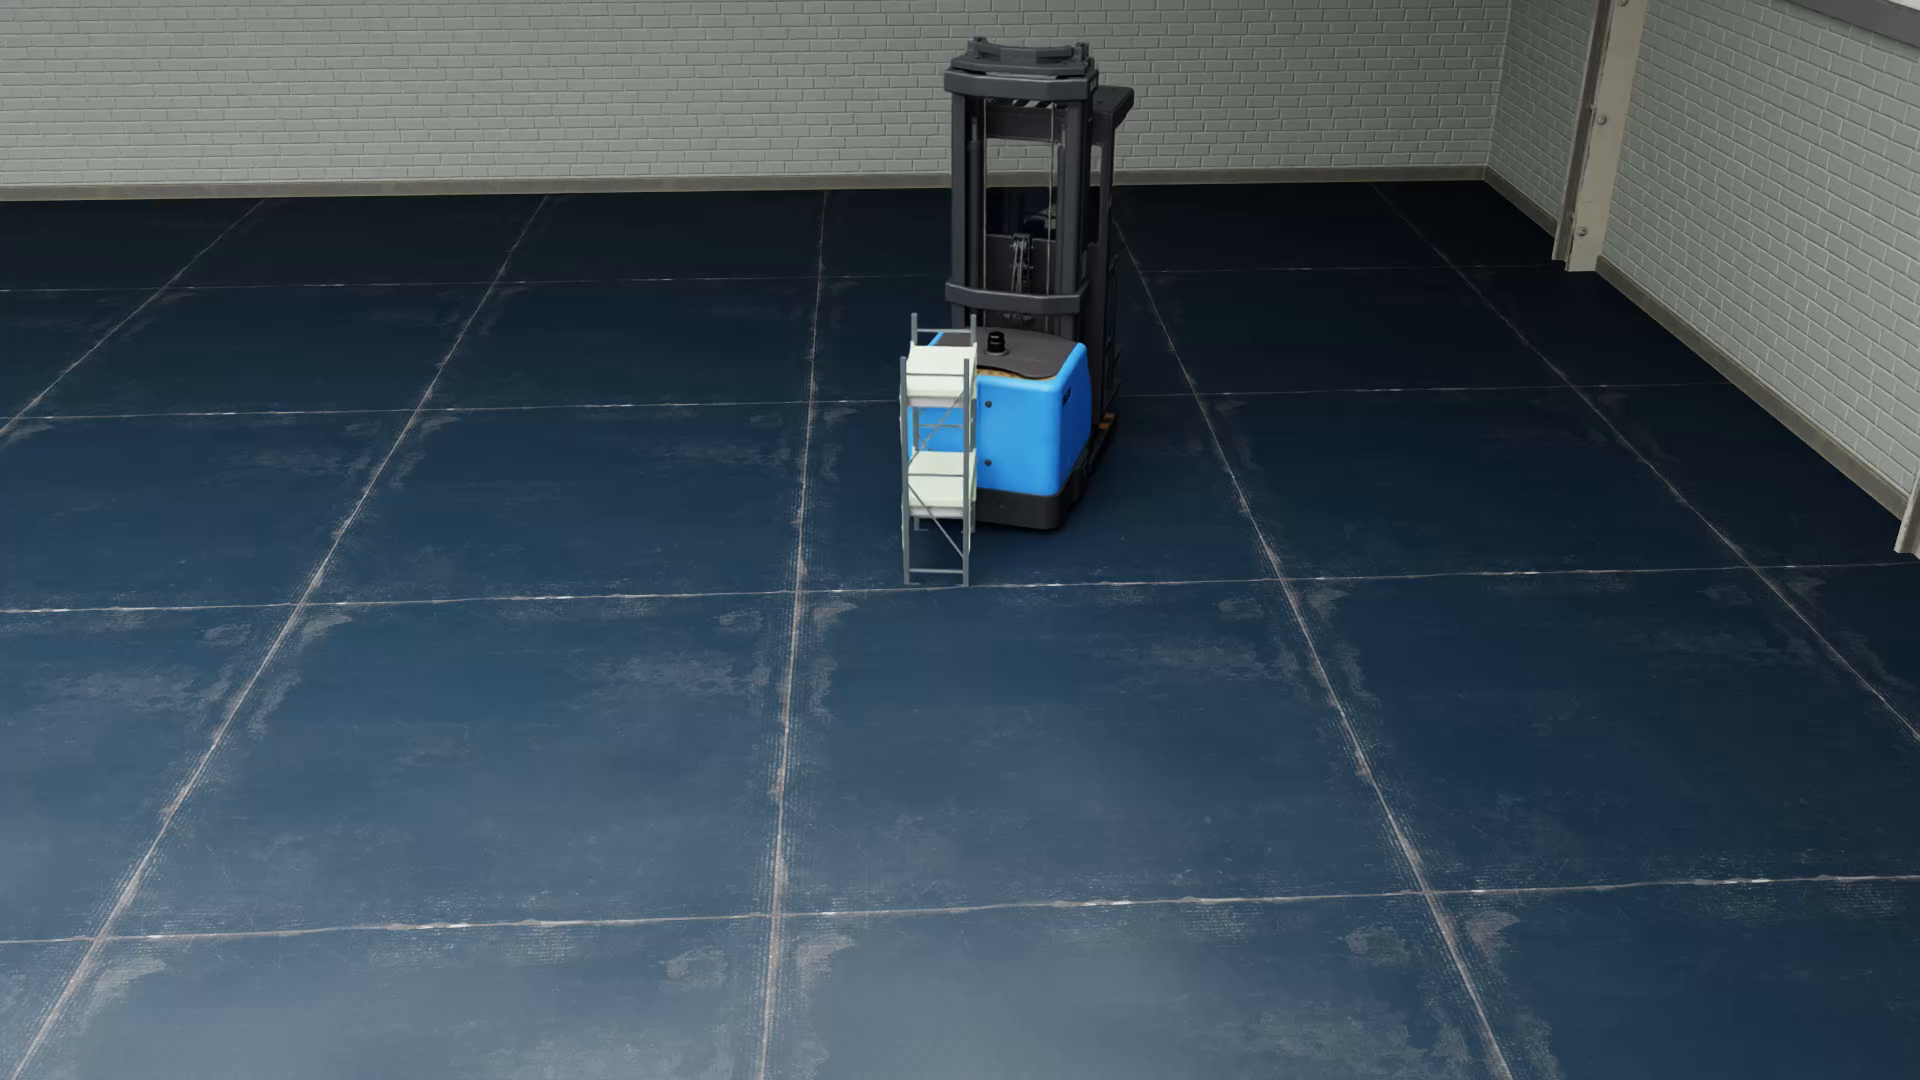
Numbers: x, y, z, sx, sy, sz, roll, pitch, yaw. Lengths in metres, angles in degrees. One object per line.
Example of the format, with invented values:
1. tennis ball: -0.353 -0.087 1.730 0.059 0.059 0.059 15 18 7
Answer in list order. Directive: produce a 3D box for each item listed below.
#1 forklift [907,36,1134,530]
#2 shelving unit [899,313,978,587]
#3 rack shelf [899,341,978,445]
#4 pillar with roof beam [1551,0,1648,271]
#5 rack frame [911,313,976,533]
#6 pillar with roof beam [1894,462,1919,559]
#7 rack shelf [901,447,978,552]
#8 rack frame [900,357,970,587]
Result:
1. forklift: 0.545 -2.031 11.537 1.130 2.935 3.031 8 29 14
2. shelving unit: -0.122 -0.552 10.249 0.431 1.500 0.755 2 28 3
3. rack shelf: -0.122 -0.898 10.068 0.431 0.370 0.720 2 28 3
4. pillar with roof beam: 1.559 -6.513 13.568 9.100 9.000 0.400 -1 28 -3
5. rack frame: -0.100 -0.721 10.573 0.400 1.500 0.023 2 28 3
6. pillar with roof beam: 1.873 -3.742 8.255 9.100 9.000 0.400 -1 28 -3
7. rack shelf: -0.122 -0.263 10.399 0.431 0.370 0.720 2 28 3
8. rack frame: -0.144 -0.383 9.925 0.400 1.500 0.023 2 28 3
